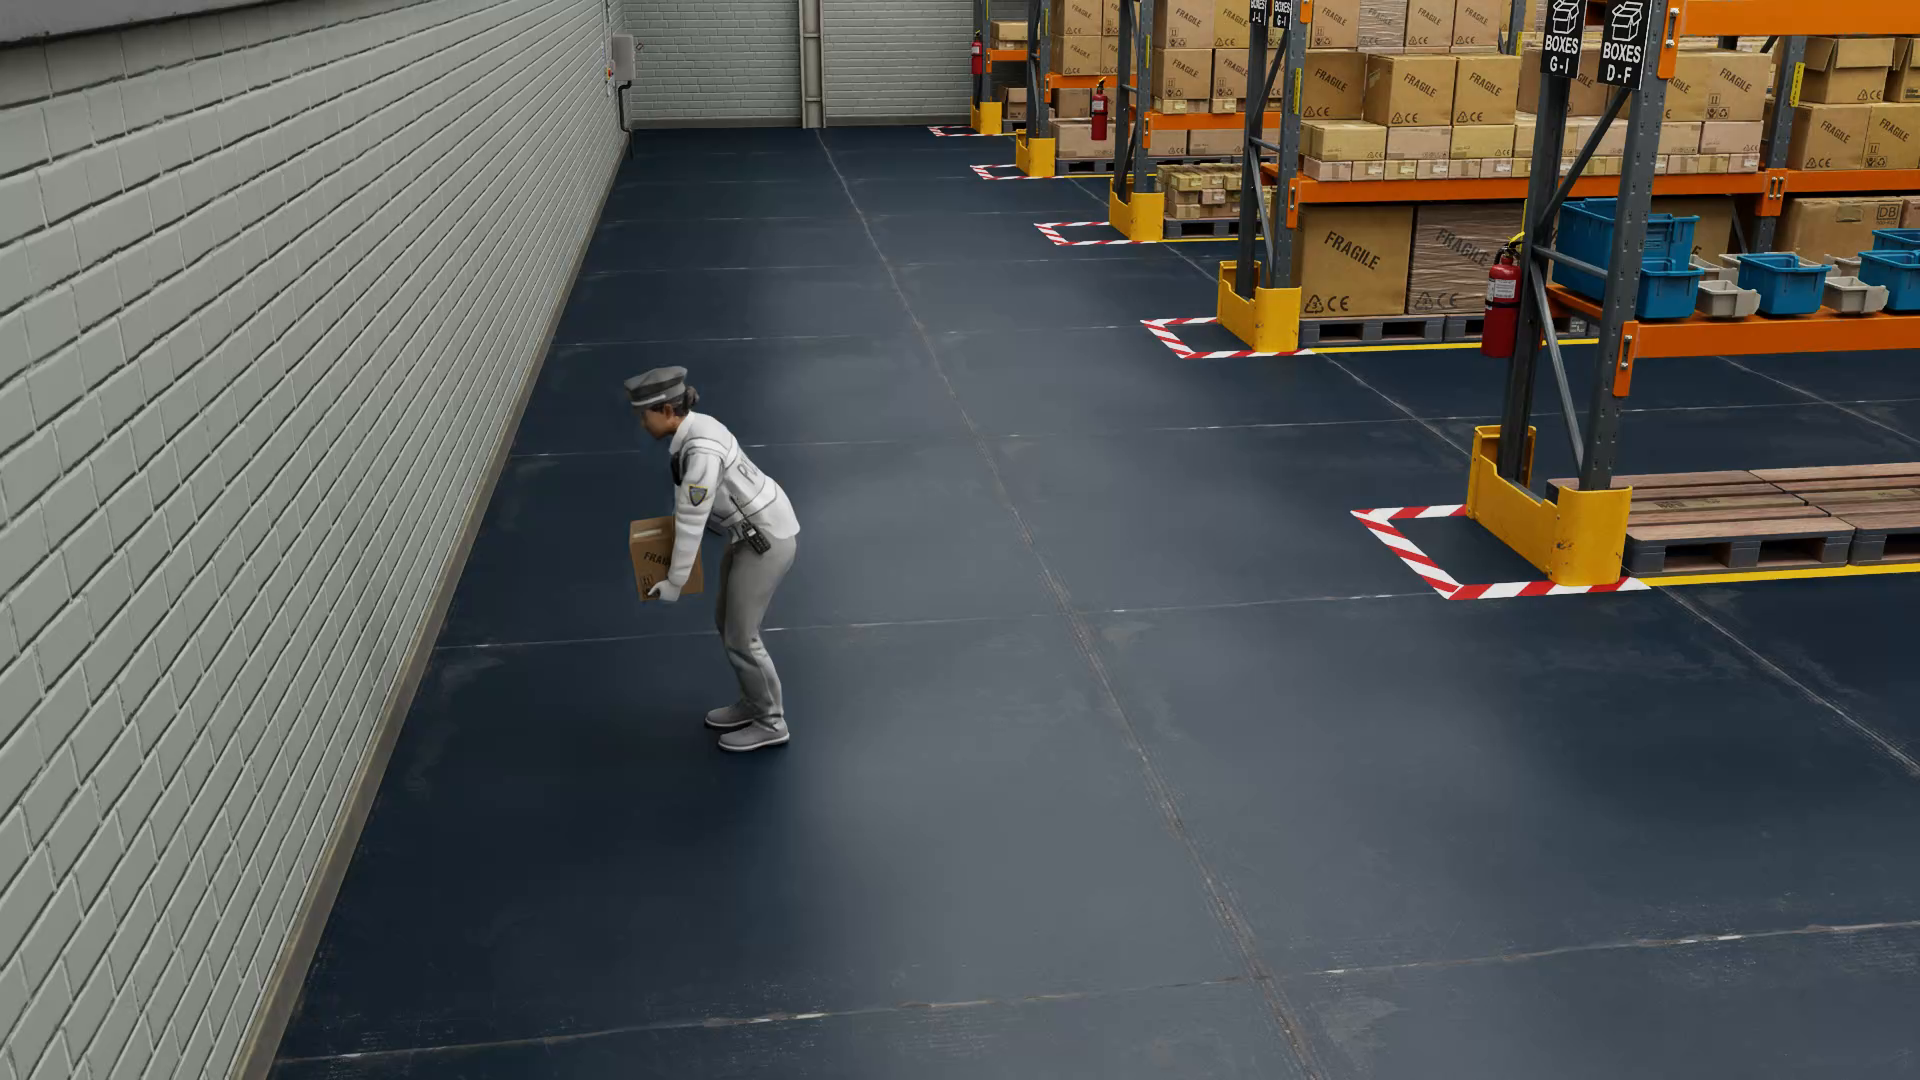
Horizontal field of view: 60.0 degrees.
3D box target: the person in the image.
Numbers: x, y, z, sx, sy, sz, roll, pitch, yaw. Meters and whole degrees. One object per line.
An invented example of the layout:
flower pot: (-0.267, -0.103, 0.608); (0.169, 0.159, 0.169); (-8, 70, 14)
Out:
person: (-0.952, 0.074, 6.547); (0.648, 1.552, 0.411); (-3, 20, -9)
